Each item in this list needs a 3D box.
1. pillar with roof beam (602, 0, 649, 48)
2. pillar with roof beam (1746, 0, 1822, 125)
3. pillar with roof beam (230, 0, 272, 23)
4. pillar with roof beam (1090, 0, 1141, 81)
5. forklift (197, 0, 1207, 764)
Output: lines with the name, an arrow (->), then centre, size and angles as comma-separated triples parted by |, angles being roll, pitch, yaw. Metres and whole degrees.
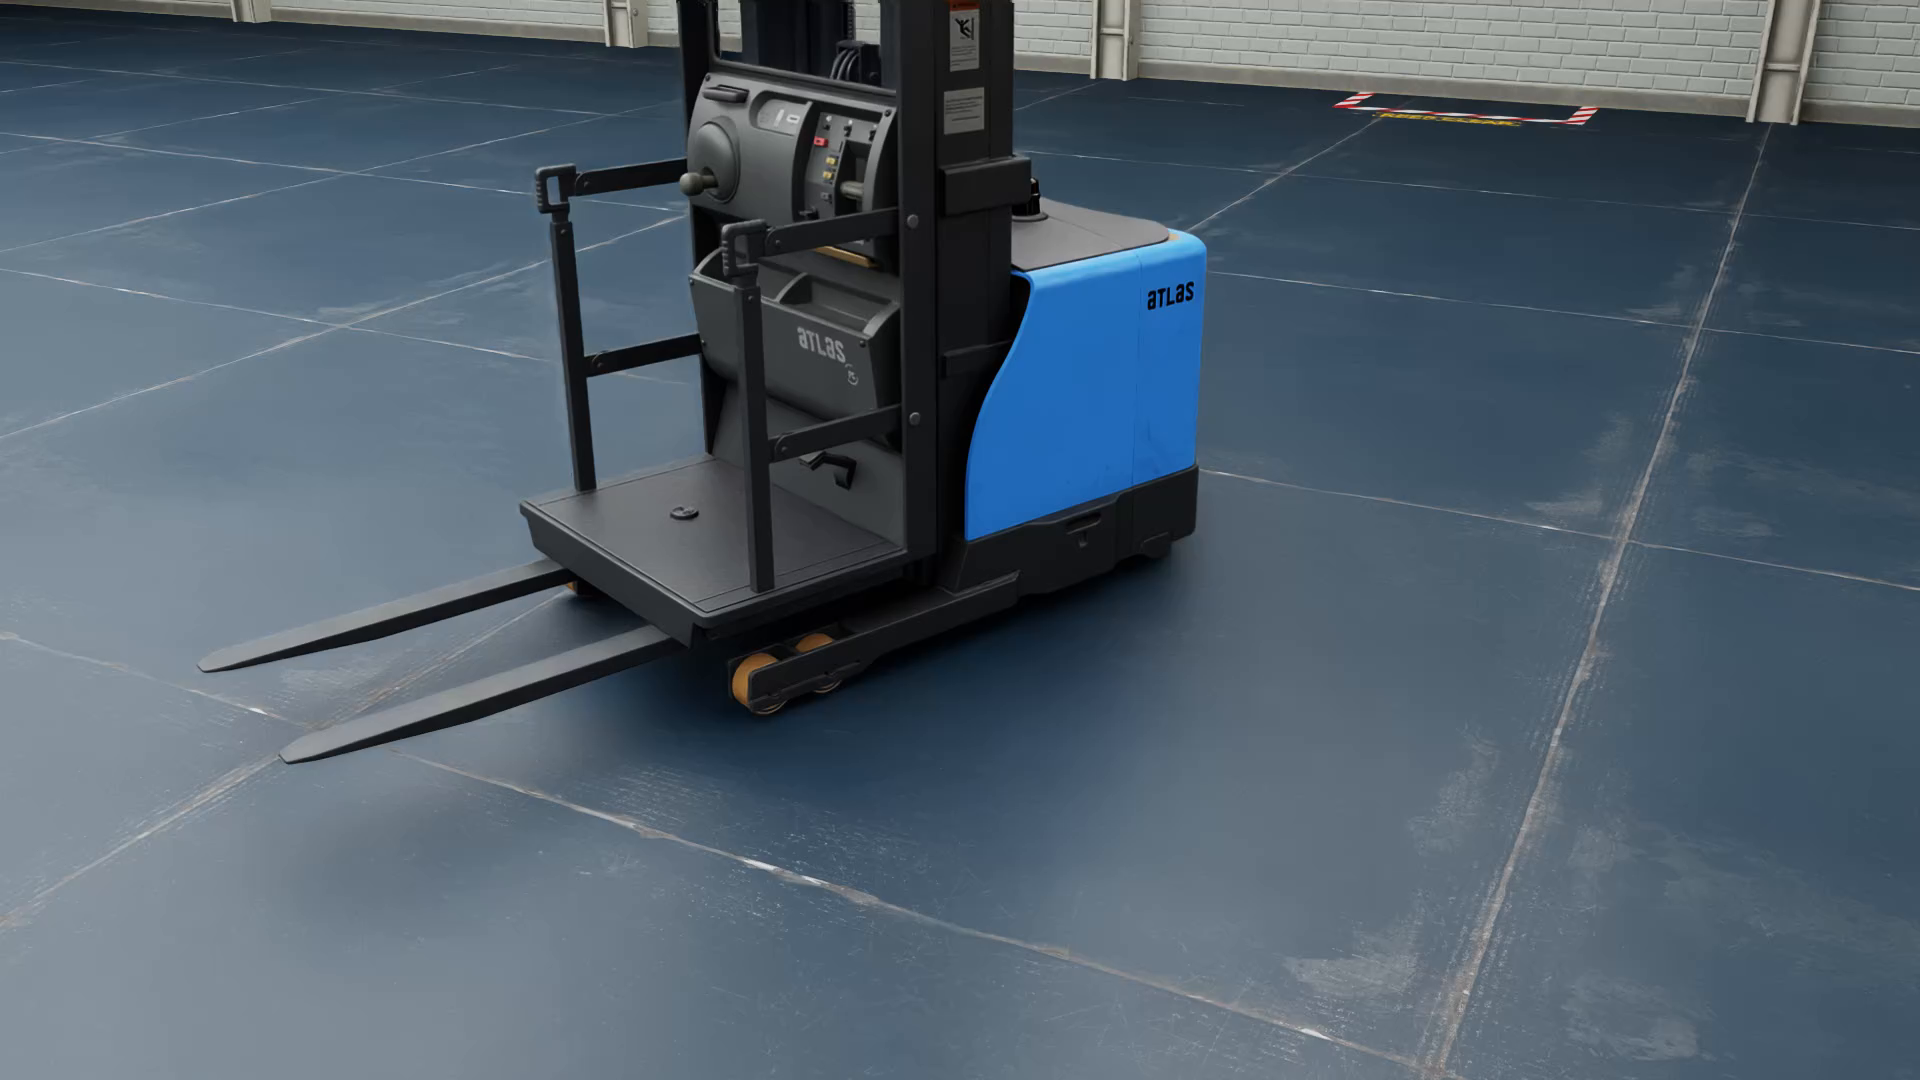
pillar with roof beam -> -5.757, -8.312, 13.797 | 0.400, 9.000, 9.100 | 11, 25, 25
pillar with roof beam -> 4.952, -6.193, 8.814 | 0.400, 9.000, 9.100 | 11, 25, 25
pillar with roof beam -> -11.112, -9.372, 16.288 | 0.400, 9.000, 9.100 | 11, 25, 25
pillar with roof beam -> -0.403, -7.253, 11.306 | 0.400, 9.000, 9.100 | 11, 25, 25
forklift -> -0.652, -1.097, 4.584 | 3.031, 2.935, 1.130 | -18, 29, -36
